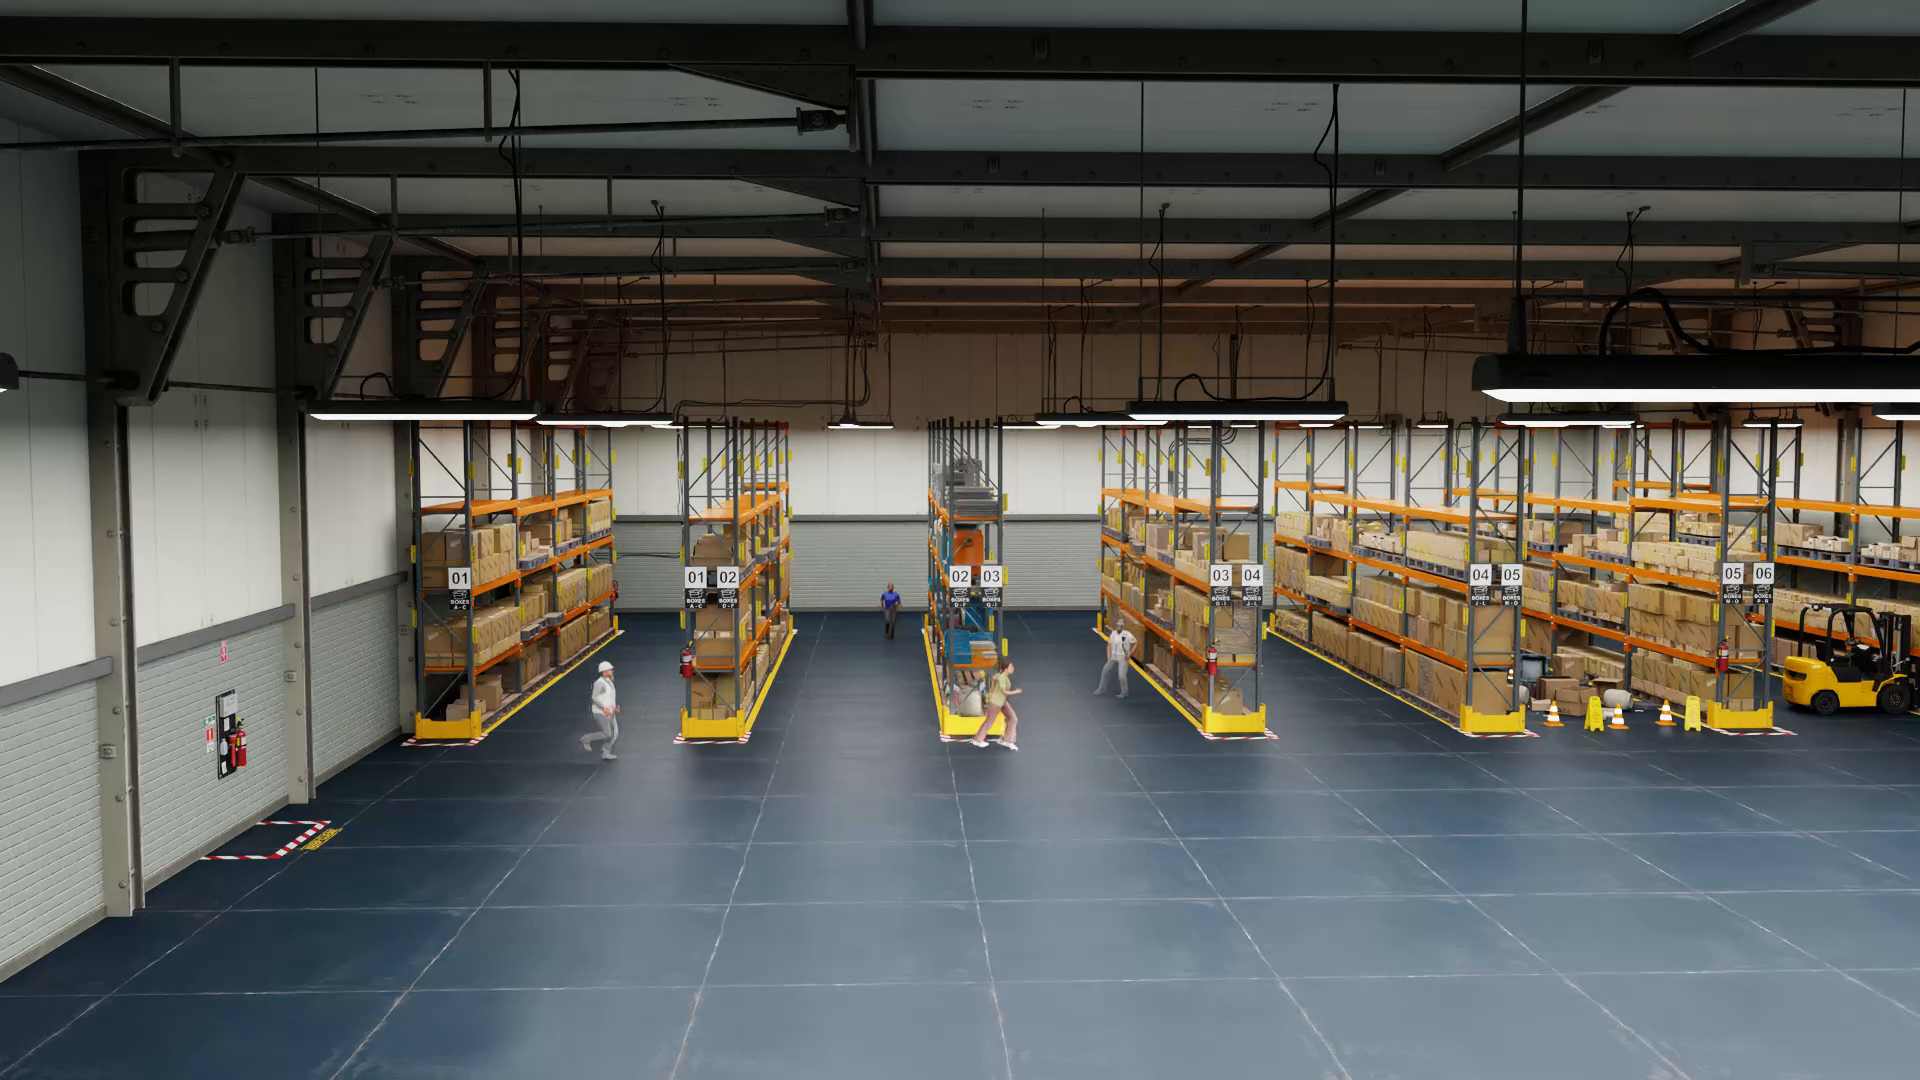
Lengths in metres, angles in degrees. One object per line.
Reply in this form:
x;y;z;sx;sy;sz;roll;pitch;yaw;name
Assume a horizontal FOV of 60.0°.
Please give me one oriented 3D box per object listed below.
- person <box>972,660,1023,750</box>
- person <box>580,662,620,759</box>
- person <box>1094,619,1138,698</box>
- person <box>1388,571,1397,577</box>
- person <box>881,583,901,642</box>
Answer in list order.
0.681;2.962;29.830;0.949;1.636;0.569;1;4;16;person
-6.282;2.973;29.026;0.642;1.717;0.648;1;4;13;person
3.369;2.543;35.995;0.979;1.703;0.482;3;5;35;person
13.153;1.581;50.526;0.907;1.649;0.568;-1;4;-18;person
-1.860;1.953;44.756;0.550;1.618;0.727;0;4;-3;person
